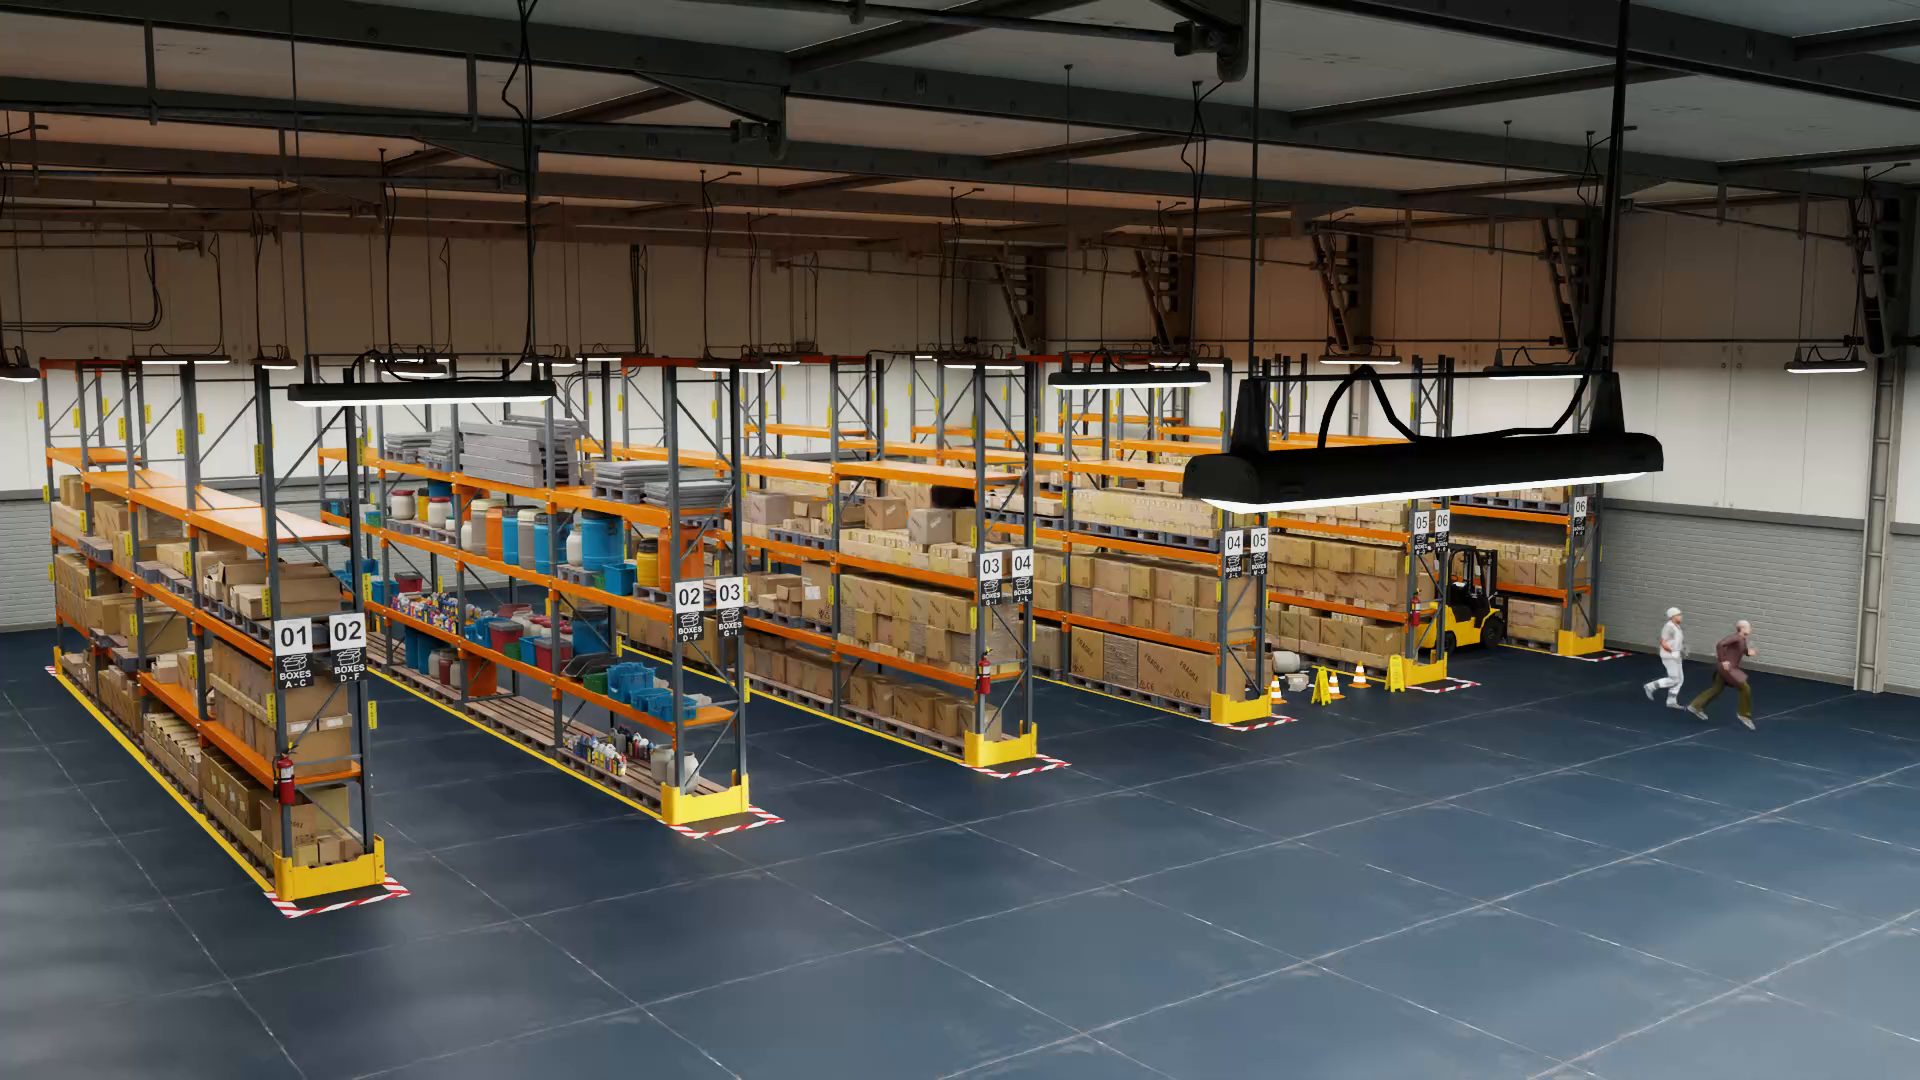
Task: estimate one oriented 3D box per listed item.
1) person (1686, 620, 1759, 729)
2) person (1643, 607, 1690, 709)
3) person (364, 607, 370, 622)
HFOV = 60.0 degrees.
[{"bbox_3d":[12.556,2.195,27.355,1.059,1.801,0.702,2,7,19],"label":"person"},{"bbox_3d":[12.226,2.026,28.739,0.668,1.760,0.655,5,8,34],"label":"person"},{"bbox_3d":[-12.889,1.196,36.045,0.511,1.608,0.621,-3,7,-21],"label":"person"}]
